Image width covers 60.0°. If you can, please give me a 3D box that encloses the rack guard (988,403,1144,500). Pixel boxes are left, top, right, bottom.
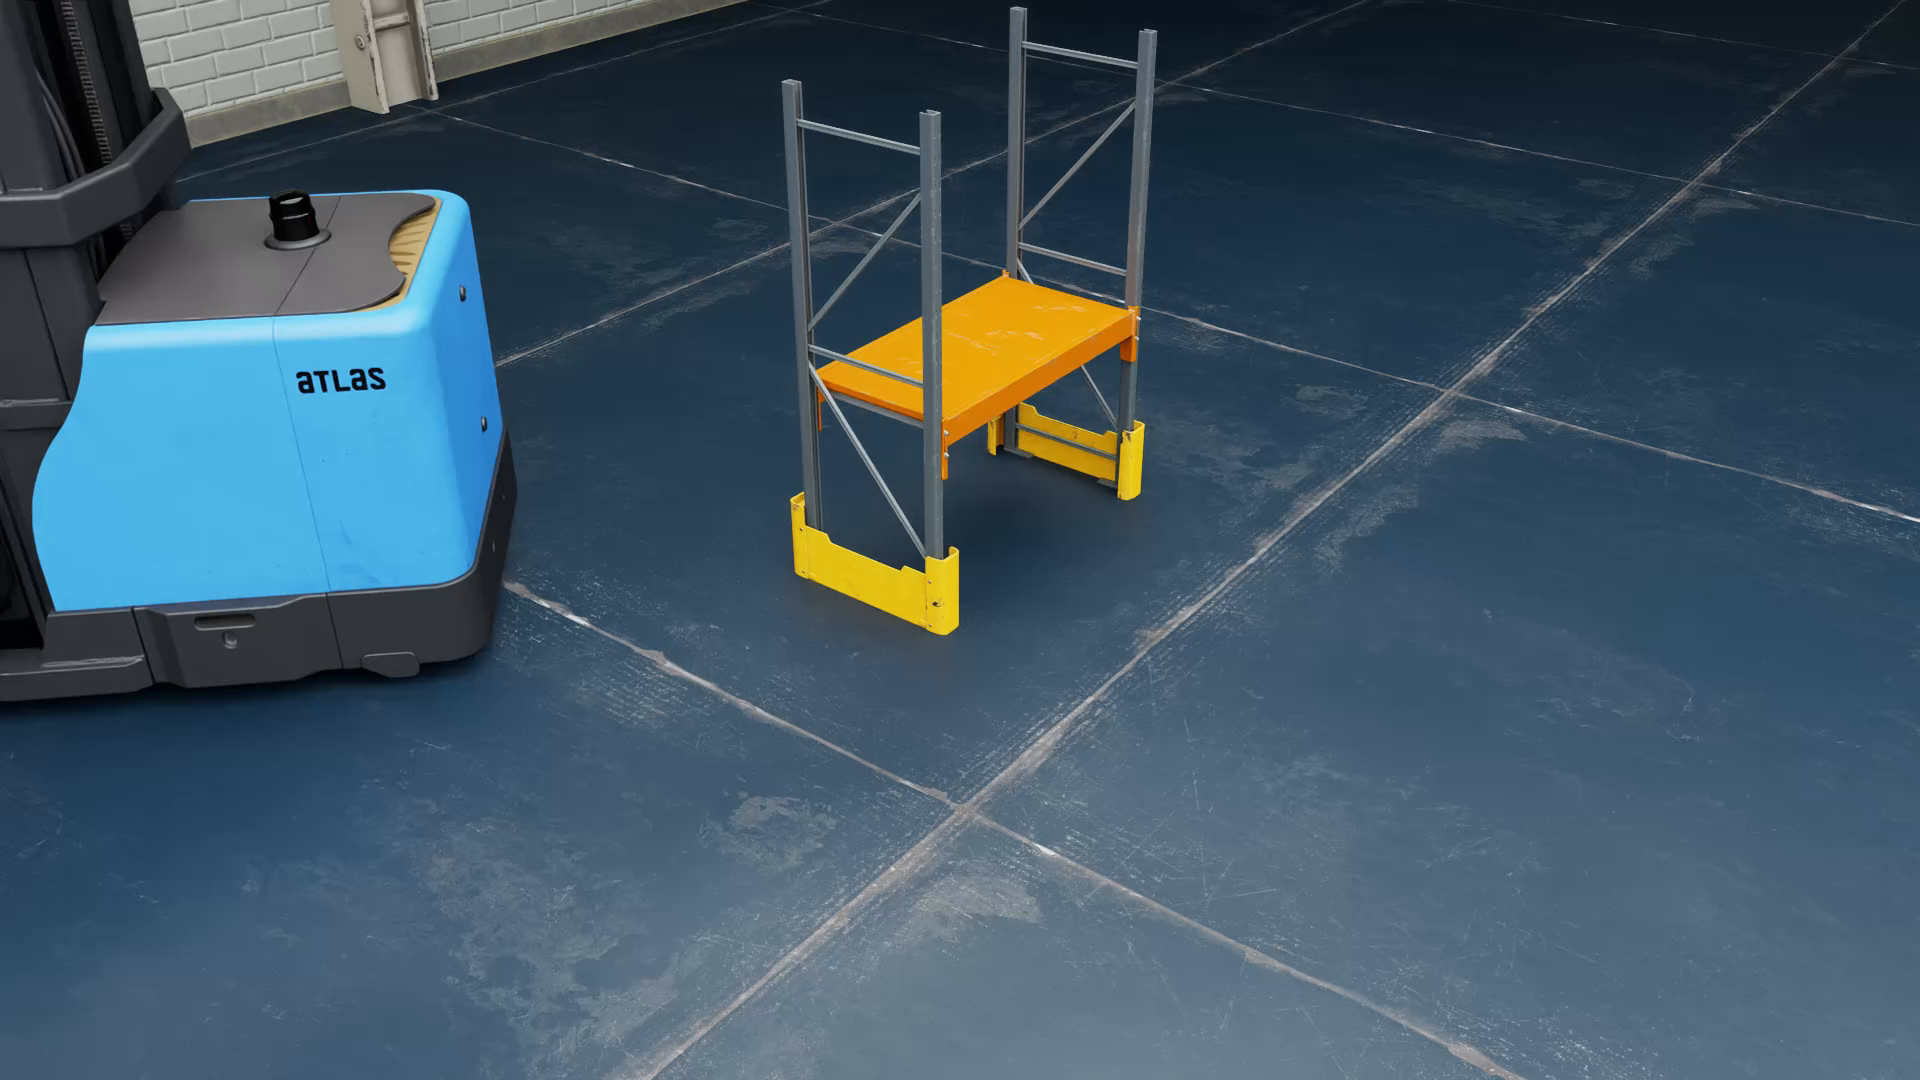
[{"bbox_3d":[0.347,-0.341,5.580,0.587,0.250,0.087,21,37,31],"label":"rack guard"}]

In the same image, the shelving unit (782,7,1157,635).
[{"bbox_3d":[0.046,-0.676,4.920,0.587,1.500,1.083,21,37,31],"label":"shelving unit"}]

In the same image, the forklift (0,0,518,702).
[{"bbox_3d":[-2.871,-1.034,4.119,3.031,2.935,1.130,-4,31,-7],"label":"forklift"}]

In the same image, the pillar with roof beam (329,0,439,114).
[{"bbox_3d":[0.213,-5.042,4.930,9.100,9.000,0.400,21,37,31],"label":"pillar with roof beam"}]

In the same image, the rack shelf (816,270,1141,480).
[{"bbox_3d":[0.051,-0.525,5.018,0.538,0.185,1.000,21,37,31],"label":"rack shelf"}]

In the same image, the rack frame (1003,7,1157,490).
[{"bbox_3d":[0.358,-0.887,5.275,0.500,1.500,0.032,21,37,31],"label":"rack frame"}]

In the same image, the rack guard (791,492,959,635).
[{"bbox_3d":[-0.255,0.064,4.897,0.587,0.250,0.087,21,37,31],"label":"rack guard"}]

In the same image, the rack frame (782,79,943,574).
[{"bbox_3d":[-0.255,-0.473,4.577,0.500,1.500,0.032,21,37,31],"label":"rack frame"}]
